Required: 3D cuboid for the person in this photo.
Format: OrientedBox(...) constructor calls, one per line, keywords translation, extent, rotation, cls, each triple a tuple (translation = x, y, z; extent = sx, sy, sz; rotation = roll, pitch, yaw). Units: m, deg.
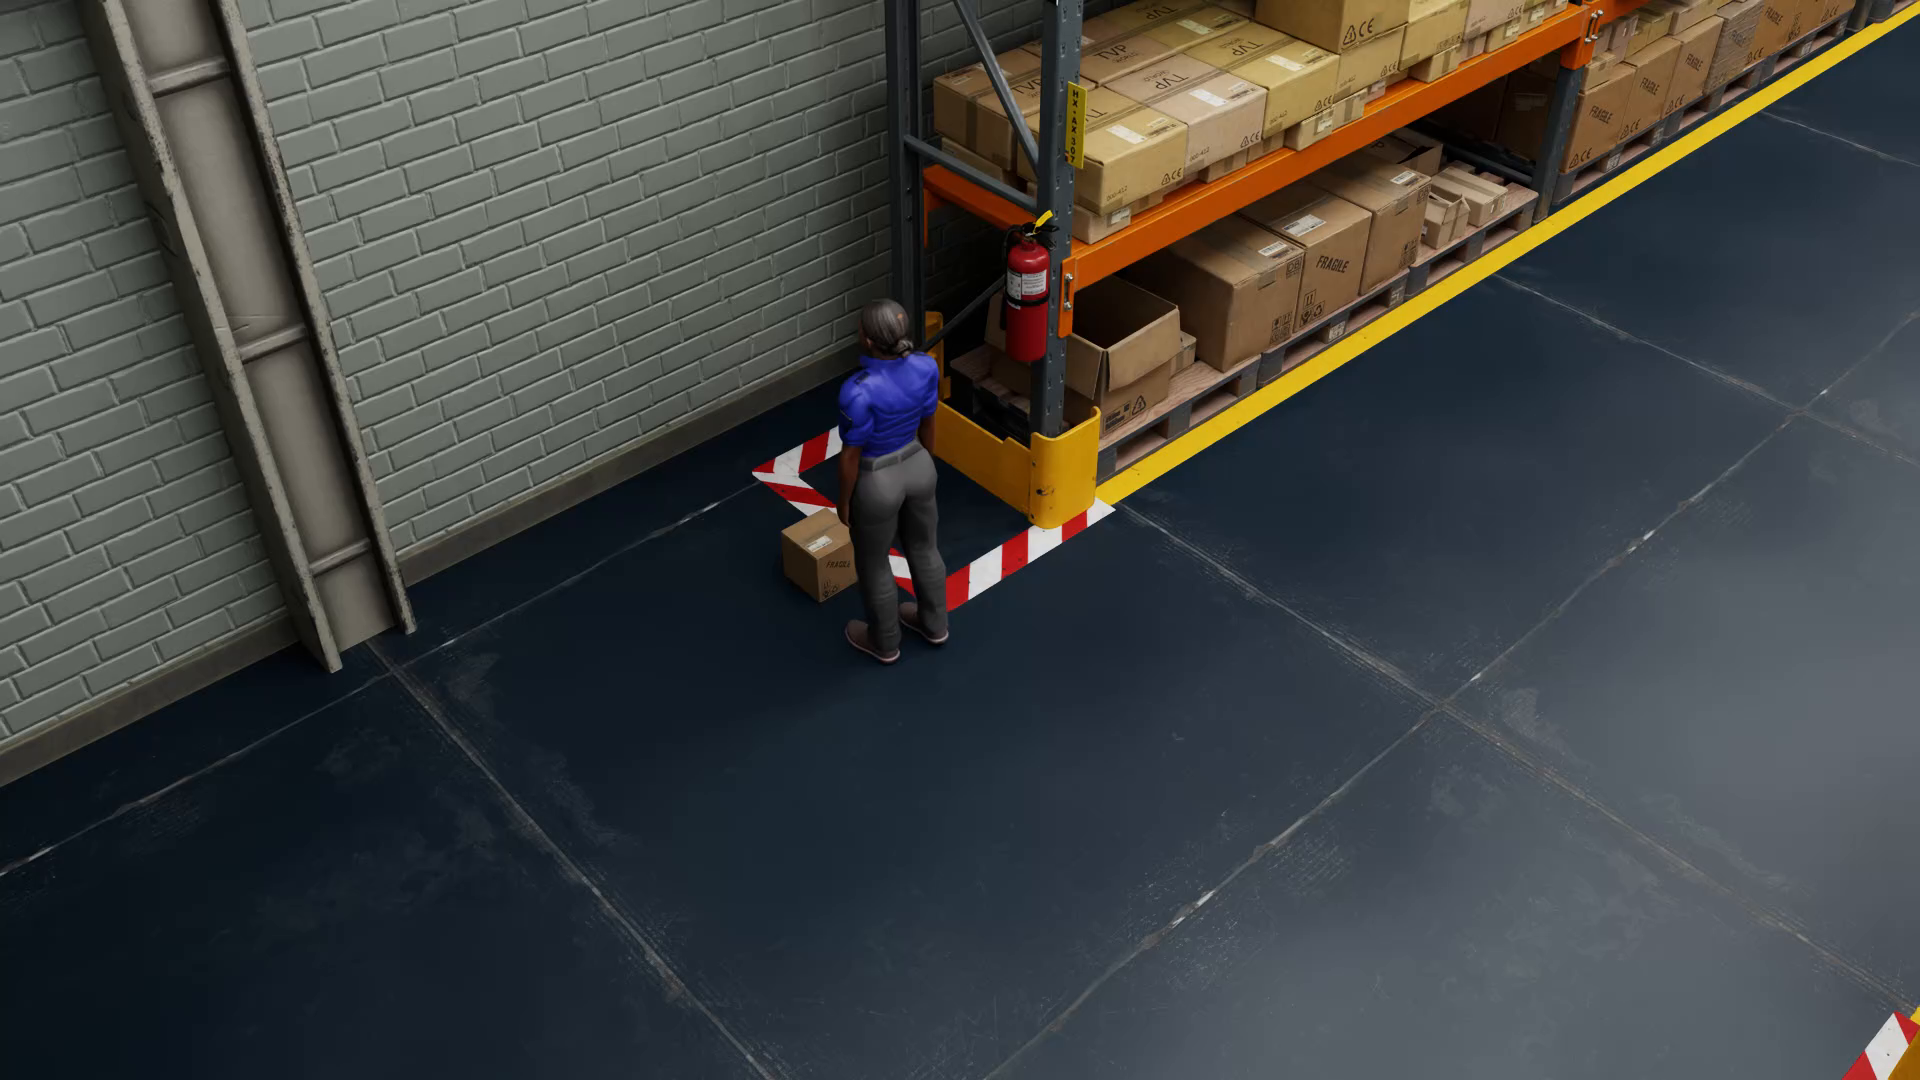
OrientedBox(translation=(-0.285, -0.216, 6.418), extent=(0.443, 1.662, 0.338), rotation=(-28, 47, -29), cls="person")
